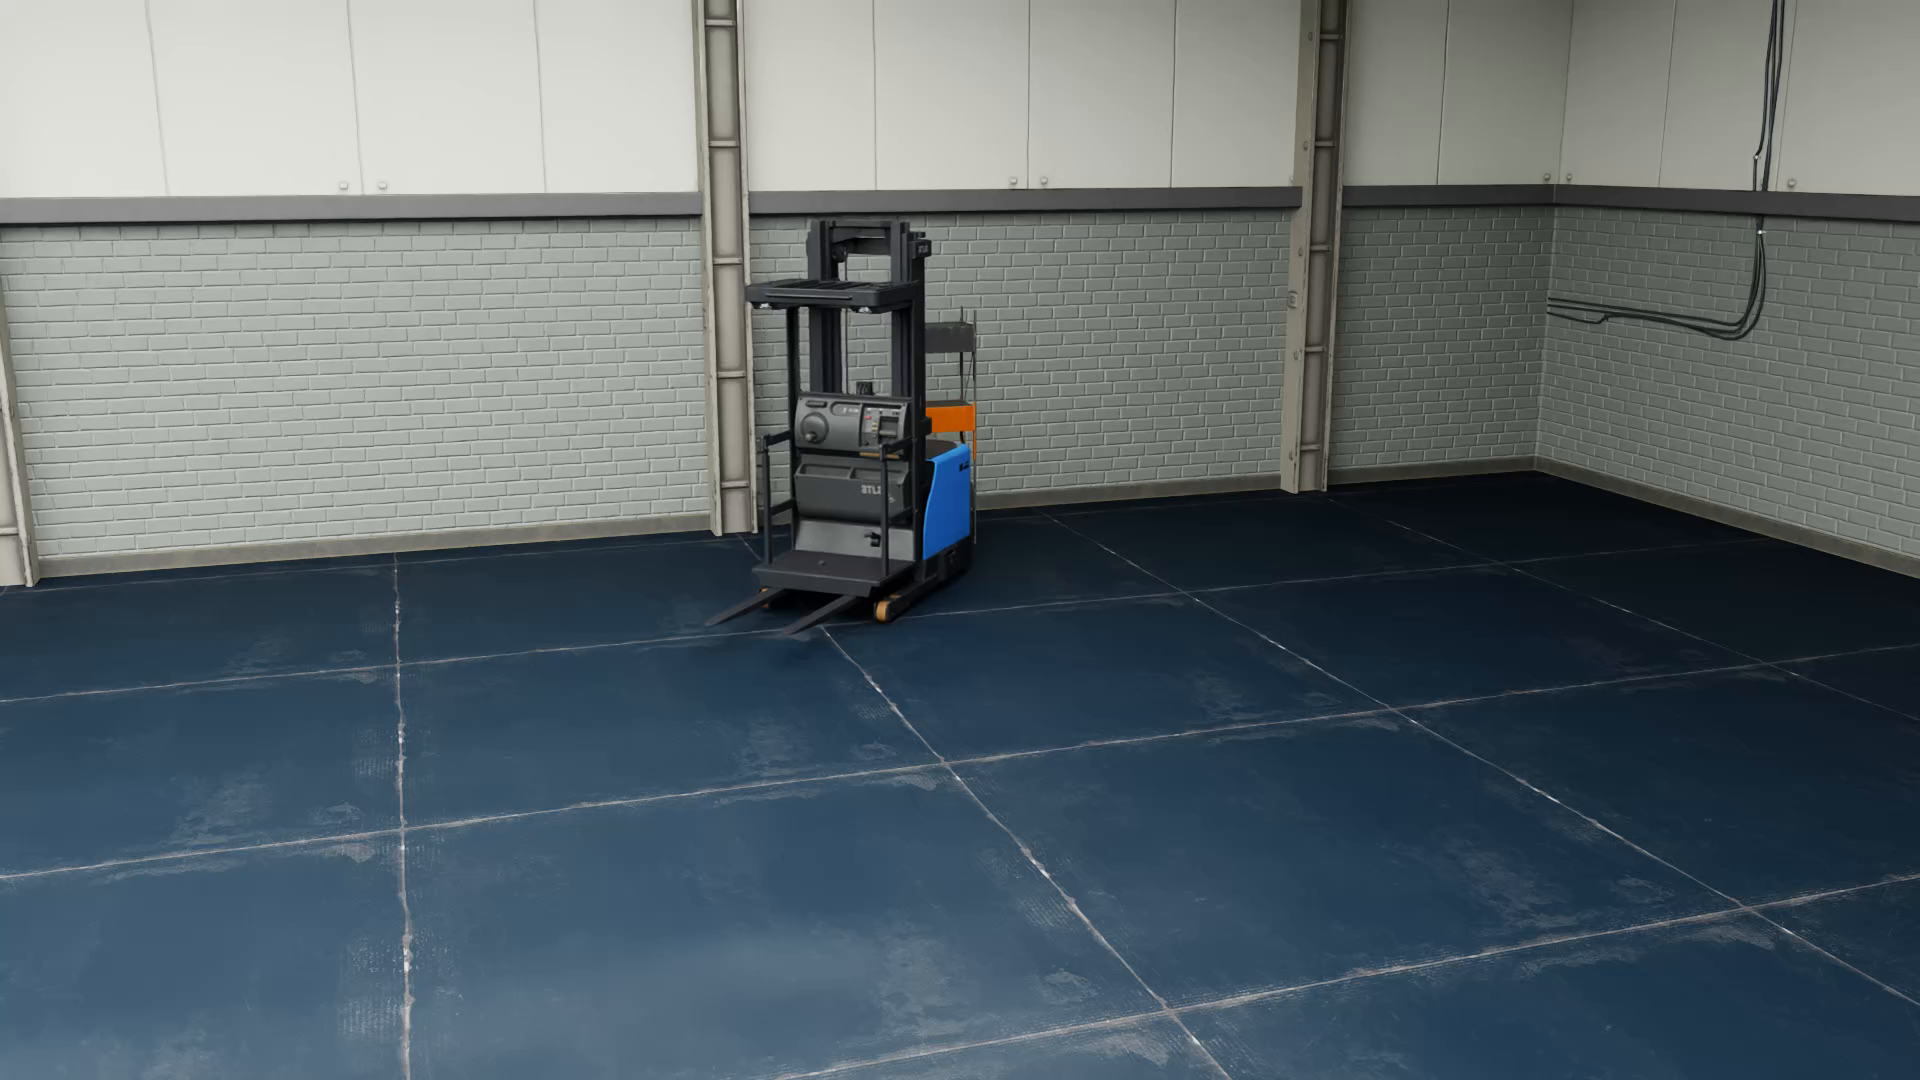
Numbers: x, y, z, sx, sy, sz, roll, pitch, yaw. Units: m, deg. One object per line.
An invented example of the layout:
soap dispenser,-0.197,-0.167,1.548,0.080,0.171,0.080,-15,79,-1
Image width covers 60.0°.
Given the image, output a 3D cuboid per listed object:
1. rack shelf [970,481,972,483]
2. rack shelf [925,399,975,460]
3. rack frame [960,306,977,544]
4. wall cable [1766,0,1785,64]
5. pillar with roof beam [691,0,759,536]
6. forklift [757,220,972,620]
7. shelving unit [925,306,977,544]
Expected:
rack shelf,-0.157,-0.448,14.982,0.457,0.174,0.368,-4,14,-18
rack shelf,-0.157,-0.996,14.852,0.480,0.518,0.431,-4,14,-18
rack frame,0.074,-1.027,14.924,0.015,2.100,0.400,-4,14,-18
wall cable,7.658,-5.187,13.300,0.112,2.526,3.097,-4,14,-18
pillar with roof beam,-0.732,-3.520,10.493,0.400,9.000,9.100,-4,14,-18
forklift,-0.921,-0.914,12.650,1.130,2.935,3.031,5,14,21
shelving unit,-0.151,-1.010,14.850,0.492,2.100,0.431,-4,14,-18
